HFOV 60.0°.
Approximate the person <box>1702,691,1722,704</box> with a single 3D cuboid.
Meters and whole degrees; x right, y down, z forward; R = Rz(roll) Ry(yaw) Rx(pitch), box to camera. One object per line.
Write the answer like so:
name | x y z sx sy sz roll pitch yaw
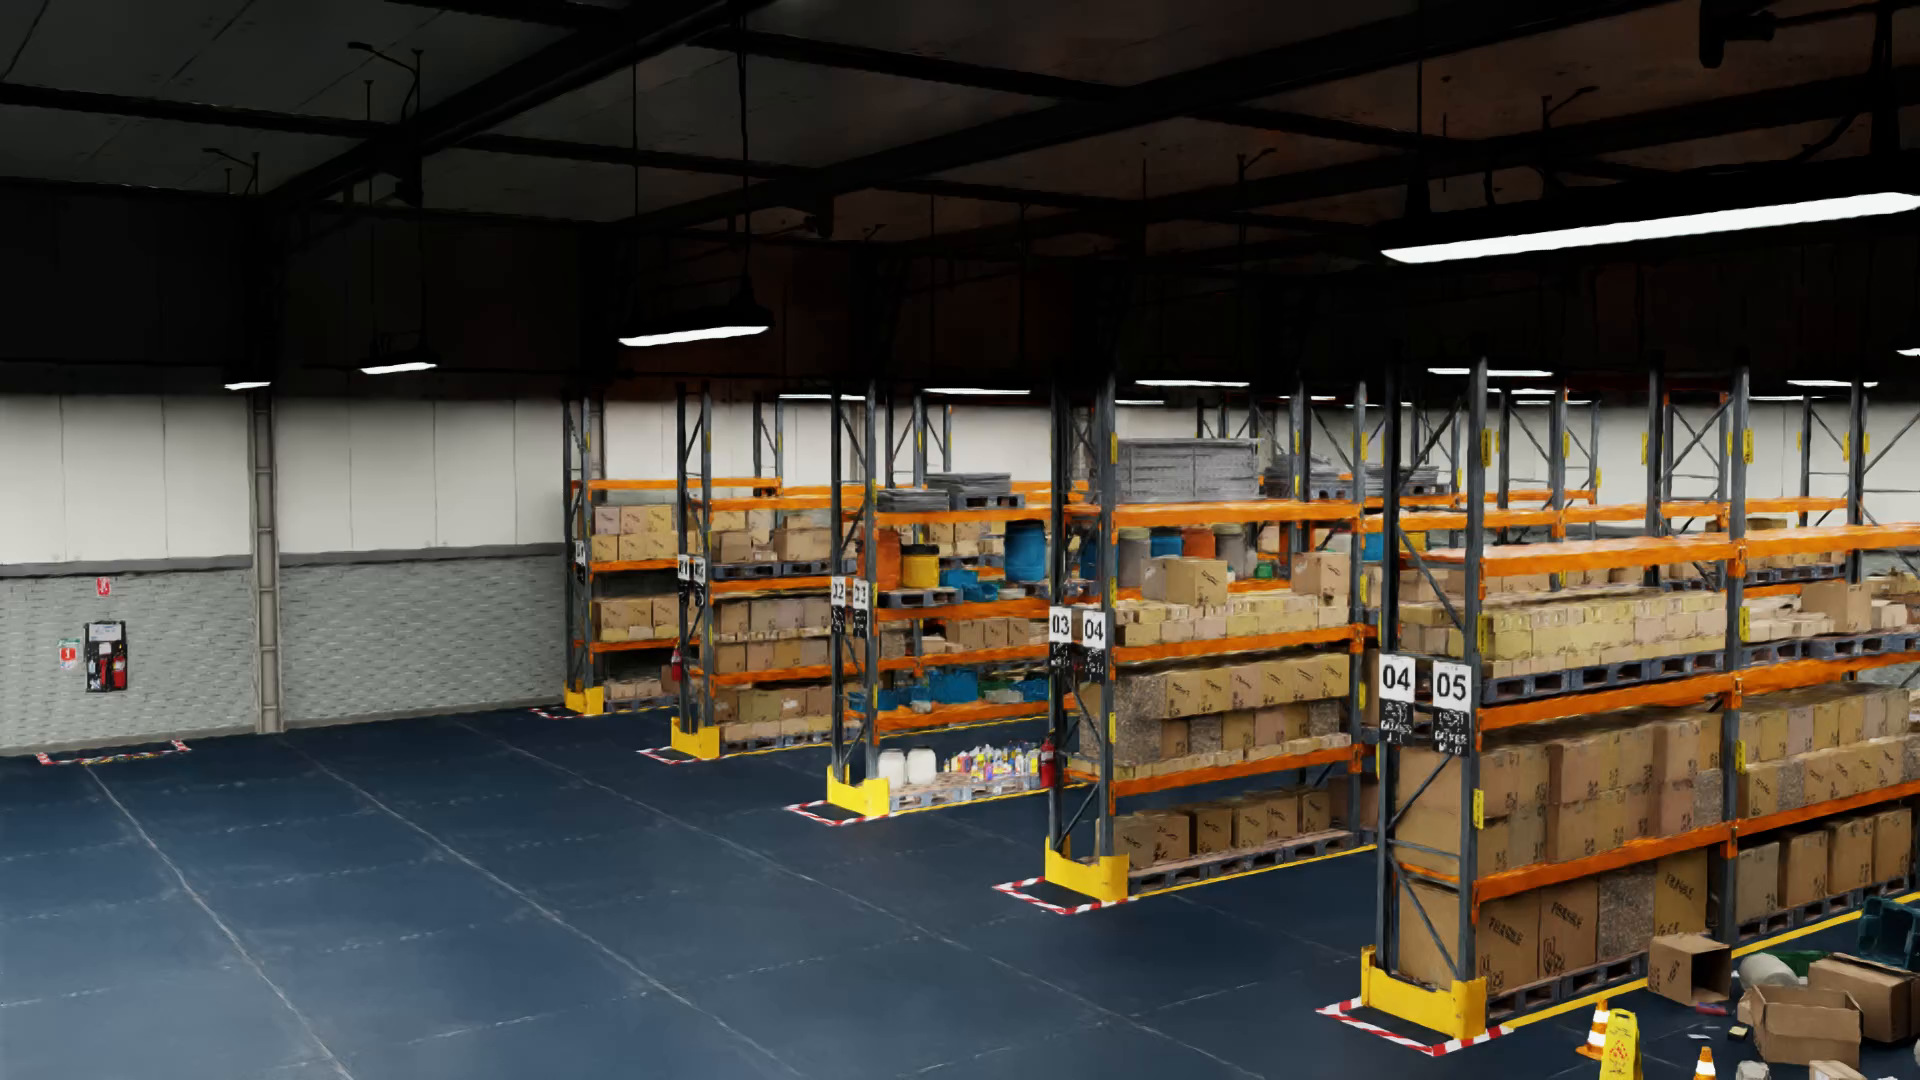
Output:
person | 10.344 2.848 22.834 0.867 1.709 0.686 -2 4 -30
